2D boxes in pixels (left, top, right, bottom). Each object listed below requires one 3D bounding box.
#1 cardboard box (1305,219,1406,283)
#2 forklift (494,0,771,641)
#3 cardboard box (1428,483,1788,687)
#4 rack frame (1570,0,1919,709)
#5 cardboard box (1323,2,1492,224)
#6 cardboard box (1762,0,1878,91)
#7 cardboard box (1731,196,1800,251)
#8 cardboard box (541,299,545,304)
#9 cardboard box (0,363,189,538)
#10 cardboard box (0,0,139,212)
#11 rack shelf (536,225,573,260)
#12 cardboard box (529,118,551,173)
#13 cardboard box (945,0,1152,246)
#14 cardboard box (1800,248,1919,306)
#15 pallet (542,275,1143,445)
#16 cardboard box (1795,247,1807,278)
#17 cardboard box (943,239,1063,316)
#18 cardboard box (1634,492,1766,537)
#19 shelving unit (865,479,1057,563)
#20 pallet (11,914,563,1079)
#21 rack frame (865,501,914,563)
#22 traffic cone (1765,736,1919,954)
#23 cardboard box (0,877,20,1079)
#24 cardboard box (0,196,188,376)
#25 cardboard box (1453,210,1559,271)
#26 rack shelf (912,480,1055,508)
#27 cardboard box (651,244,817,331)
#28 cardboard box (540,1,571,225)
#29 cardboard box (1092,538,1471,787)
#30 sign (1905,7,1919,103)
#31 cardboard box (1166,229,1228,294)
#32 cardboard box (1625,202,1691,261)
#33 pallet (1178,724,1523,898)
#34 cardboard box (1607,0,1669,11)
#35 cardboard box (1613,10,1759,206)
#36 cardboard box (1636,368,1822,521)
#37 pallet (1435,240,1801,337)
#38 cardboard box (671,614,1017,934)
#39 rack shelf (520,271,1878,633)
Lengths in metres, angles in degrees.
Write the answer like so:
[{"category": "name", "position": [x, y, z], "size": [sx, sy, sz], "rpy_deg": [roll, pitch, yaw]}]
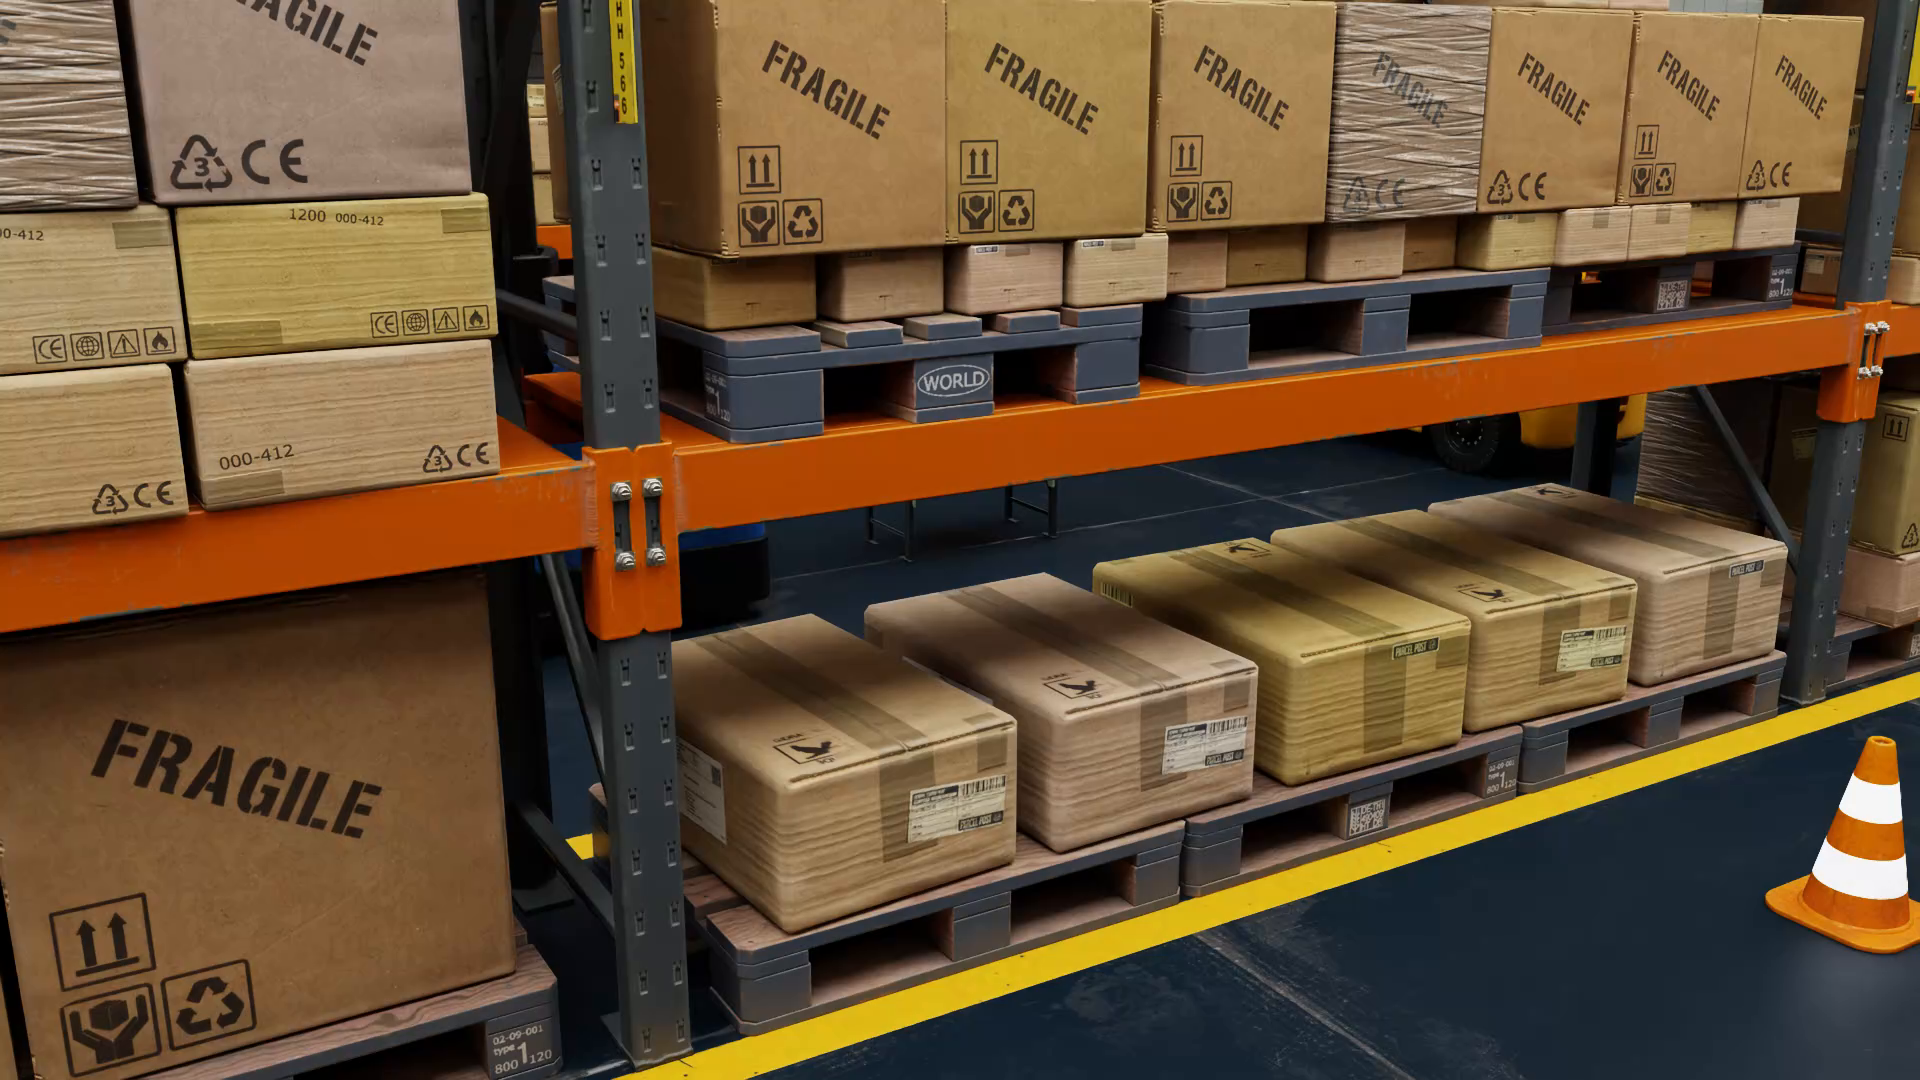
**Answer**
[{"category": "cardboard box", "position": [0.909, -0.757, 4.242], "size": [0.250, 0.149, 0.380], "rpy_deg": [-9, 18, -28]}, {"category": "forklift", "position": [-2.259, -1.035, 5.671], "size": [3.031, 2.935, 1.130], "rpy_deg": [-9, 18, -30]}, {"category": "cardboard box", "position": [2.105, 0.120, 5.515], "size": [0.625, 0.372, 0.950], "rpy_deg": [-9, 18, -29]}, {"category": "rack frame", "position": [2.553, -1.017, 5.479], "size": [0.127, 3.000, 1.000], "rpy_deg": [-9, 18, -30]}, {"category": "cardboard box", "position": [0.957, -1.080, 4.192], "size": [0.500, 0.500, 0.500], "rpy_deg": [-10, 19, -32]}, {"category": "cardboard box", "position": [3.042, -1.700, 5.330], "size": [0.500, 0.500, 0.700], "rpy_deg": [-9, 18, -30]}, {"category": "cardboard box", "position": [2.254, -0.963, 4.974], "size": [0.250, 0.149, 0.380], "rpy_deg": [-9, 18, -29]}, {"category": "cardboard box", "position": [-1.760, -0.937, 8.817], "size": [0.625, 0.625, 0.875], "rpy_deg": [-10, 19, -32]}, {"category": "cardboard box", "position": [-1.605, -0.183, 2.785], "size": [0.500, 0.250, 0.500], "rpy_deg": [-9, 18, -29]}, {"category": "cardboard box", "position": [-1.620, -0.785, 2.614], "size": [0.500, 0.500, 0.500], "rpy_deg": [-9, 18, -29]}, {"category": "rack shelf", "position": [-1.721, -1.540, 8.680], "size": [4.000, 0.370, 1.077], "rpy_deg": [-9, 18, -30]}, {"category": "cardboard box", "position": [-2.041, -1.920, 8.054], "size": [0.500, 0.250, 0.500], "rpy_deg": [-10, 18, -31]}, {"category": "cardboard box", "position": [0.072, -0.937, 3.682], "size": [0.500, 0.500, 0.500], "rpy_deg": [-8, 18, -27]}, {"category": "cardboard box", "position": [2.988, -0.865, 5.405], "size": [0.250, 0.149, 0.380], "rpy_deg": [-9, 18, -30]}, {"category": "pallet", "position": [-0.320, -0.492, 3.963], "size": [1.003, 0.211, 1.213], "rpy_deg": [-9, 18, -30]}, {"category": "cardboard box", "position": [2.882, -1.047, 6.054], "size": [0.250, 0.149, 0.380], "rpy_deg": [-9, 18, -28]}, {"category": "cardboard box", "position": [0.017, -0.603, 3.691], "size": [0.250, 0.149, 0.380], "rpy_deg": [-11, 19, -33]}, {"category": "cardboard box", "position": [2.921, -0.039, 6.309], "size": [0.500, 0.250, 0.500], "rpy_deg": [-8, 18, -27]}, {"category": "shelving unit", "position": [0.006, -0.723, 7.211], "size": [0.755, 1.500, 0.431], "rpy_deg": [-9, 18, -30]}, {"category": "pallet", "position": [-1.590, 0.974, 3.543], "size": [1.213, 0.211, 1.003], "rpy_deg": [-9, 18, -30]}, {"category": "rack frame", "position": [-0.308, -0.672, 7.029], "size": [0.023, 1.500, 0.400], "rpy_deg": [-9, 18, -30]}, {"category": "traffic cone", "position": [2.211, 0.701, 4.051], "size": [0.334, 0.463, 0.336], "rpy_deg": [-9, 18, -30]}, {"category": "cardboard box", "position": [-2.277, 0.560, 3.013], "size": [0.875, 0.875, 0.875], "rpy_deg": [-9, 18, -29]}, {"category": "cardboard box", "position": [-1.598, -0.431, 2.741], "size": [0.500, 0.250, 0.500], "rpy_deg": [-10, 18, -31]}, {"category": "cardboard box", "position": [1.372, -0.824, 4.480], "size": [0.250, 0.149, 0.380], "rpy_deg": [-9, 18, -30]}, {"category": "rack shelf", "position": [0.006, -0.409, 7.299], "size": [0.720, 0.370, 0.431], "rpy_deg": [-9, 18, -30]}, {"category": "cardboard box", "position": [-0.501, -0.544, 3.481], "size": [0.250, 0.149, 0.380], "rpy_deg": [-10, 19, -33]}, {"category": "cardboard box", "position": [-0.629, -0.982, 3.840], "size": [0.500, 0.500, 0.500], "rpy_deg": [-10, 18, -31]}, {"category": "cardboard box", "position": [0.895, 0.318, 4.810], "size": [0.625, 0.372, 0.950], "rpy_deg": [-9, 18, -28]}, {"category": "sign", "position": [2.842, -1.446, 4.867], "size": [0.005, 0.325, 0.100], "rpy_deg": [-9, 18, -30]}, {"category": "cardboard box", "position": [0.429, -0.688, 3.994], "size": [0.250, 0.149, 0.380], "rpy_deg": [-8, 18, -26]}, {"category": "cardboard box", "position": [1.816, -0.886, 4.700], "size": [0.250, 0.149, 0.380], "rpy_deg": [-10, 18, -31]}, {"category": "pallet", "position": [0.840, 0.605, 4.860], "size": [1.213, 0.211, 1.003], "rpy_deg": [-9, 18, -30]}, {"category": "cardboard box", "position": [1.690, -1.507, 4.514], "size": [0.250, 0.149, 0.380], "rpy_deg": [-10, 18, -31]}, {"category": "cardboard box", "position": [1.851, -1.224, 4.704], "size": [0.500, 0.500, 0.500], "rpy_deg": [-9, 18, -29]}, {"category": "cardboard box", "position": [2.922, -0.400, 6.207], "size": [0.500, 0.500, 0.500], "rpy_deg": [-9, 18, -30]}, {"category": "pallet", "position": [1.823, -0.852, 5.246], "size": [1.213, 0.211, 1.003], "rpy_deg": [-9, 18, -30]}, {"category": "cardboard box", "position": [-0.386, 0.526, 4.066], "size": [0.625, 0.372, 0.950], "rpy_deg": [-11, 19, -33]}, {"category": "rack shelf", "position": [0.839, -0.392, 4.585], "size": [4.000, 0.370, 1.077], "rpy_deg": [-9, 18, -30]}]
